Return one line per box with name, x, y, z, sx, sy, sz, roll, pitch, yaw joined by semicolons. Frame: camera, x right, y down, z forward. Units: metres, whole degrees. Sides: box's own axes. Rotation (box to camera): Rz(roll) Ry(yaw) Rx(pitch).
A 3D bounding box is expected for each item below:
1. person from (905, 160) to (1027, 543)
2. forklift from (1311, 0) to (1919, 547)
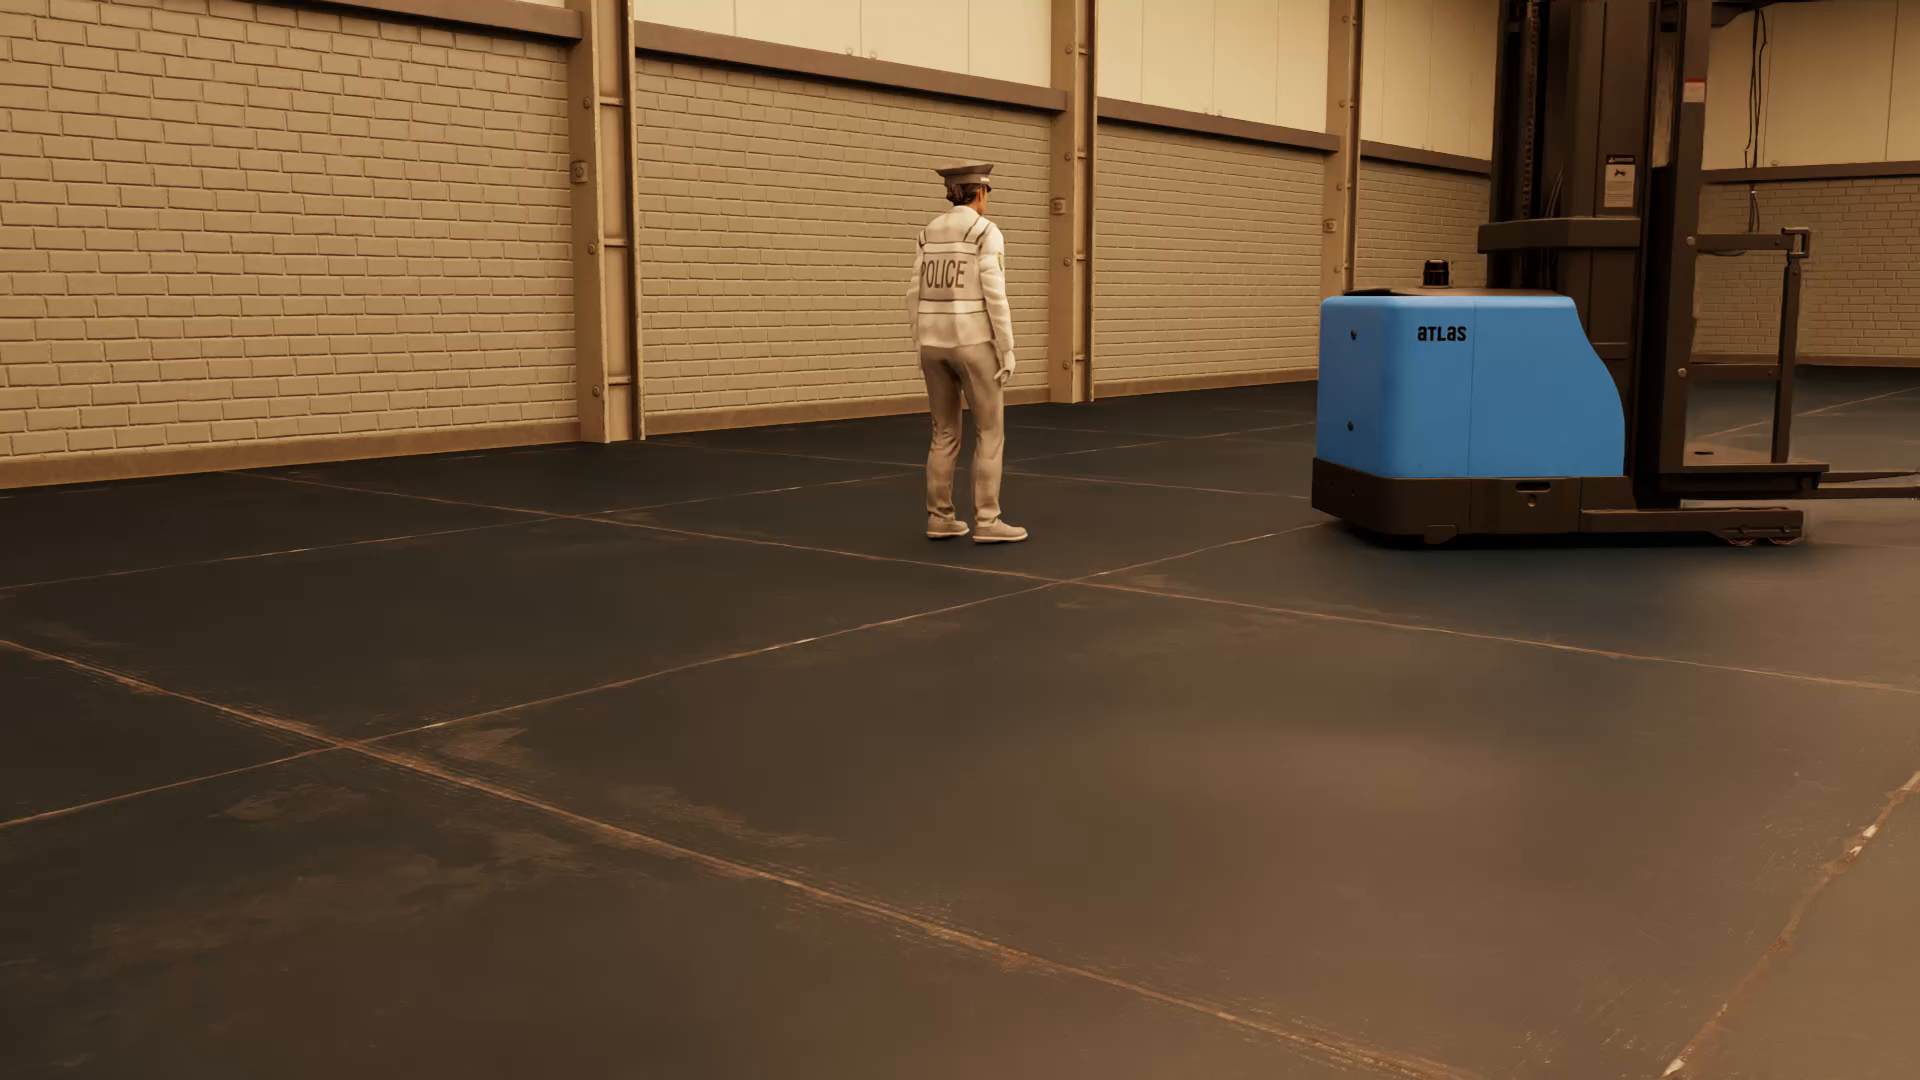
person;0.010;-0.826;7.314;0.529;1.663;0.372;6;10;37
forklift;3.239;-1.497;7.514;3.031;2.935;1.130;-1;8;-6
